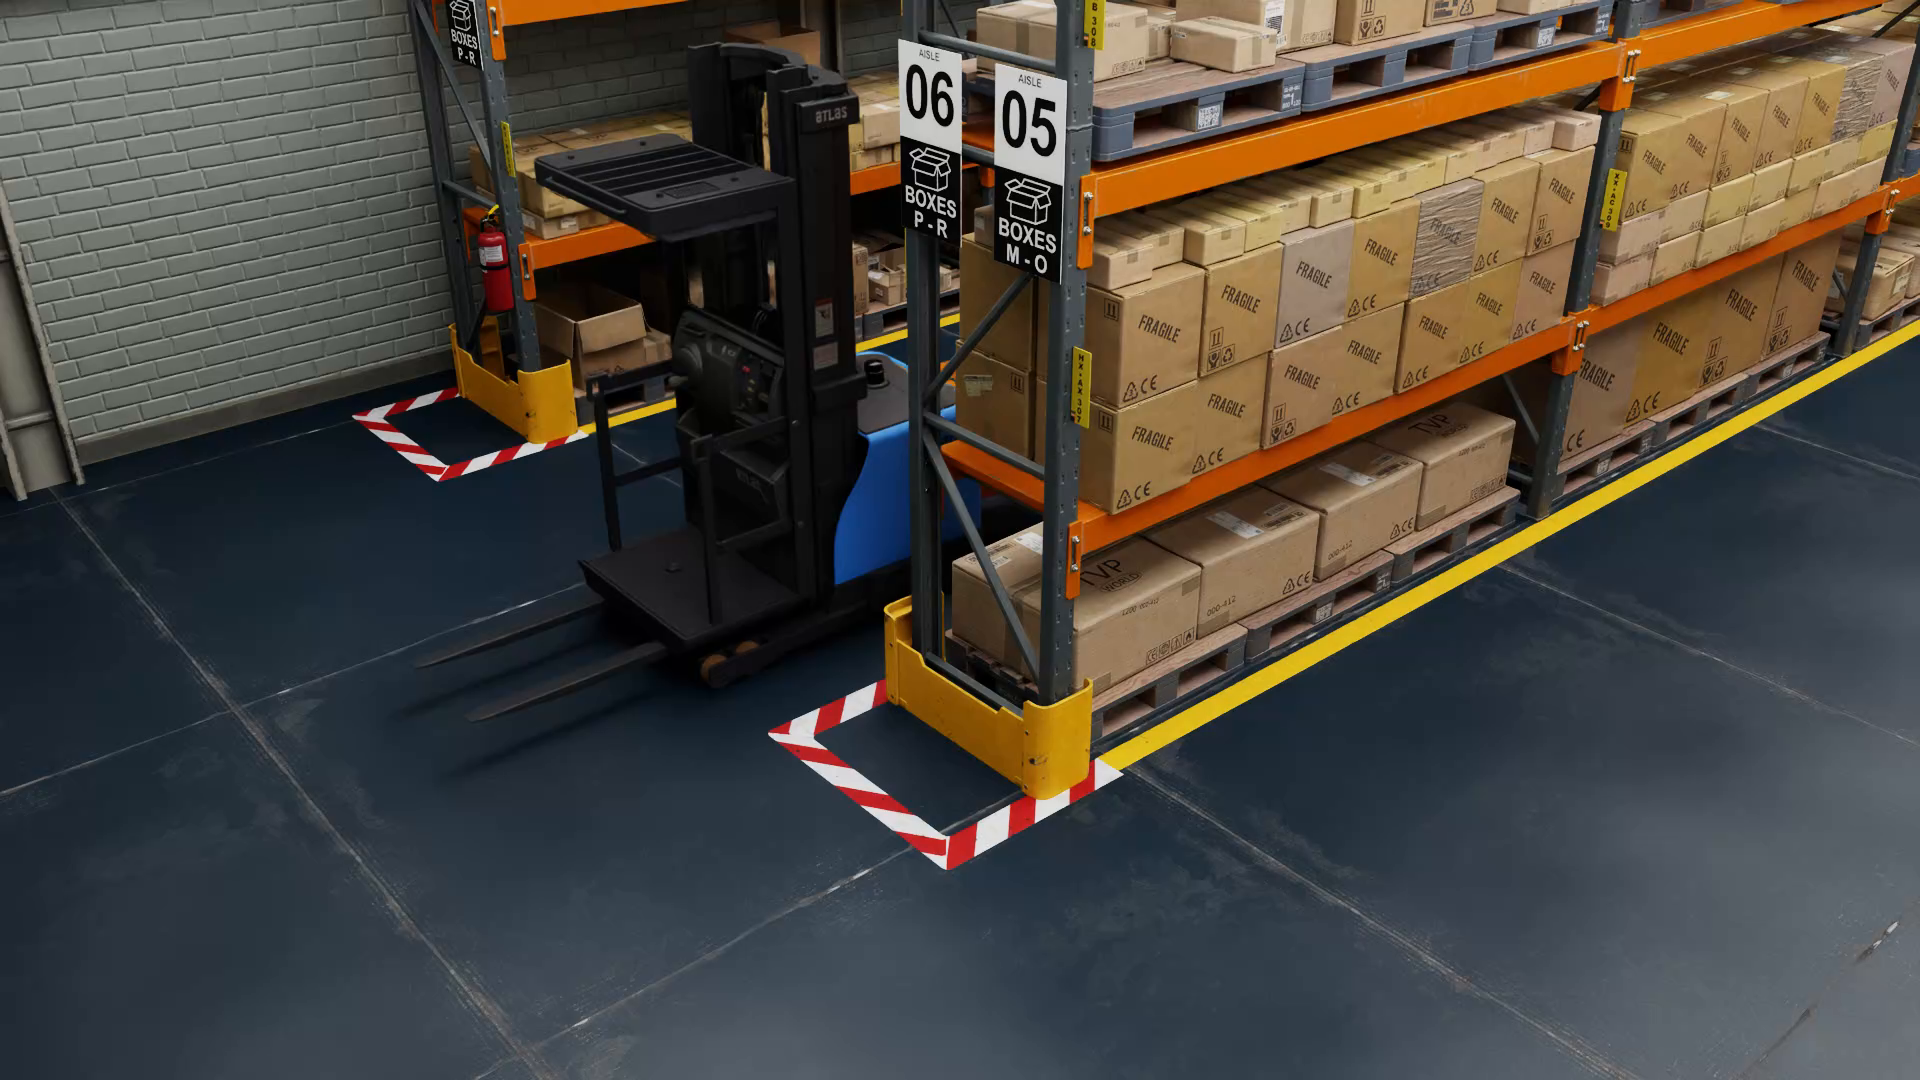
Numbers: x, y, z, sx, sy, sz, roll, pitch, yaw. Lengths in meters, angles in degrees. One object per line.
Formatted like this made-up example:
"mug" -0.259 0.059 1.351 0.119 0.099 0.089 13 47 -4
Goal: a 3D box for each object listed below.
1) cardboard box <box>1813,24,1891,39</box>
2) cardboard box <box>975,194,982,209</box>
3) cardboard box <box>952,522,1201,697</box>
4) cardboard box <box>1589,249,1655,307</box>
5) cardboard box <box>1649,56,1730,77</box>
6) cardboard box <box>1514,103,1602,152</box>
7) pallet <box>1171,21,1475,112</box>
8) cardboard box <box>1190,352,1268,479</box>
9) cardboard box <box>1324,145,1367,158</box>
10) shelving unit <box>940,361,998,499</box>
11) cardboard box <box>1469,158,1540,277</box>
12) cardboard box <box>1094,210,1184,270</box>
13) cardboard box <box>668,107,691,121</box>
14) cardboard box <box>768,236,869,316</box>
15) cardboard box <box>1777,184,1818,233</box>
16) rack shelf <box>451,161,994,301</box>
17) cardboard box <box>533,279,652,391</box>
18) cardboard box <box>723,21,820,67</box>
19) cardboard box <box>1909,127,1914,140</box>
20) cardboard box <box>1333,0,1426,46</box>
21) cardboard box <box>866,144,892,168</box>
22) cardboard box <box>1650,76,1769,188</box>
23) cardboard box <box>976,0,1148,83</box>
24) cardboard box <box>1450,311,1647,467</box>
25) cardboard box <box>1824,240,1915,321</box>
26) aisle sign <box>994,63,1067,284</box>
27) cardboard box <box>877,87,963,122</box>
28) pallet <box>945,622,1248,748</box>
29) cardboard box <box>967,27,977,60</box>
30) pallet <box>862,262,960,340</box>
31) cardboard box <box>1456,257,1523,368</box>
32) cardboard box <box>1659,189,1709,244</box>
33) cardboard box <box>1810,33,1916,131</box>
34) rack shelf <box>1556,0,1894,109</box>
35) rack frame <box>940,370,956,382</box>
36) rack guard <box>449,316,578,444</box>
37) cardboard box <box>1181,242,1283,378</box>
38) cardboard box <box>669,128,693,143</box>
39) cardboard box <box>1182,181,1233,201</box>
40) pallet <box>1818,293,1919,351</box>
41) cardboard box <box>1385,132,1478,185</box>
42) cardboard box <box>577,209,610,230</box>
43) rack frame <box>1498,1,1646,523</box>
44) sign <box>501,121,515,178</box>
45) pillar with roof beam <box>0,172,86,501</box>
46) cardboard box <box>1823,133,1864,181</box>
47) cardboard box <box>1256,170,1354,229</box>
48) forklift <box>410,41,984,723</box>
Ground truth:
"cardboard box" 6.384 -3.446 12.148 0.500 0.500 0.500 -23 36 -36
"cardboard box" 0.465 -2.552 13.549 0.500 0.500 0.500 -20 34 -33
"cardboard box" 0.570 0.308 8.265 0.875 0.438 0.875 -23 36 -37
"cardboard box" 3.682 -1.597 9.715 0.500 0.250 0.500 -23 36 -36
"cardboard box" 4.524 -2.808 10.654 0.500 0.500 0.500 -21 35 -34
"cardboard box" 3.148 -2.186 8.803 0.250 0.149 0.380 -23 36 -36
"pallet" 1.619 -2.289 7.763 1.213 0.211 1.003 -22 35 -35
"cardboard box" 1.051 -0.652 7.682 0.500 0.500 0.500 -22 35 -36
"cardboard box" 1.828 -1.982 8.421 0.250 0.149 0.380 -22 35 -35
"shelving unit" 0.307 -0.651 9.774 1.048 1.125 0.538 -18 33 -30
"cardboard box" 2.605 -1.712 8.605 0.500 0.500 0.500 -22 35 -36
"cardboard box" 0.736 -1.286 7.118 0.250 0.149 0.380 -21 35 -34
"cardboard box" -1.743 -2.946 11.924 0.500 0.250 0.500 -22 35 -35
"cardboard box" -1.100 -1.979 12.477 0.500 0.500 0.700 -23 36 -37
"cardboard box" 5.231 -2.223 10.886 0.500 0.250 0.500 -22 35 -35
"rack shelf" -1.570 -2.473 11.958 4.000 0.370 1.077 -22 35 -35
"cardboard box" -2.565 -1.415 11.419 0.637 0.503 0.797 -24 36 -37
"cardboard box" -1.354 -3.437 12.047 0.500 0.500 0.500 -23 36 -36
"cardboard box" 6.587 -2.954 11.916 0.250 0.149 0.380 -24 37 -38
"cardboard box" 1.764 -2.559 7.515 0.500 0.500 0.500 -21 35 -34
"cardboard box" -0.710 -2.857 12.180 0.250 0.149 0.380 -21 34 -34
"cardboard box" 4.449 -2.458 10.000 0.500 0.500 0.500 -23 36 -36
"cardboard box" 0.417 -2.055 6.839 0.500 0.250 0.500 25 37 38
"cardboard box" 3.596 -1.090 10.415 0.875 0.875 0.875 -21 34 -33
"cardboard box" 6.655 -2.042 12.731 0.625 0.372 0.950 -25 37 -38
"aisle sign" 0.266 -1.420 6.466 0.004 0.787 0.394 -22 35 -35
"cardboard box" -0.278 -3.224 12.443 0.500 0.250 0.500 -21 35 -34
"pallet" 0.690 0.558 8.482 1.213 0.211 1.003 -22 35 -35
"cardboard box" 0.465 -3.699 12.937 0.500 0.500 0.700 -21 35 -34
"pallet" -0.572 -1.962 13.198 1.213 0.211 1.003 -22 35 -35
"cardboard box" 2.601 -1.274 8.846 0.500 0.500 0.500 -23 36 -36
"cardboard box" 4.072 -1.980 9.902 0.500 0.250 0.500 -21 35 -34
"cardboard box" 5.995 -3.080 11.164 0.500 0.500 0.500 -23 36 -36
"rack shelf" 4.697 -3.241 10.212 4.000 0.370 1.077 -22 35 -35
"rack frame" -0.113 -0.516 9.521 0.032 1.125 0.500 -18 33 -30
"rack guard" -3.034 -1.099 11.276 0.348 0.500 1.175 -22 35 -35
"cardboard box" 1.071 -1.090 7.440 0.500 0.500 0.500 -23 36 -36
"cardboard box" -1.805 -2.596 11.268 0.500 0.250 0.500 -23 36 -36
"cardboard box" 1.058 -1.664 7.827 0.250 0.149 0.380 -22 35 -35
"pallet" 6.814 -1.855 12.998 1.213 0.211 1.003 -22 35 -35
"cardboard box" 2.333 -1.898 8.264 0.250 0.149 0.380 -22 35 -35
"cardboard box" -2.500 -2.164 10.883 0.250 0.149 0.380 -21 35 -34
"rack frame" 3.176 -1.623 9.605 0.127 3.000 1.000 -22 35 -35
"sign" -2.739 -2.365 10.075 0.005 0.325 0.100 -22 35 -35
"pillar with roof beam" -2.934 -2.779 5.402 0.400 9.000 9.100 -22 35 -35
"cardboard box" 5.628 -2.604 11.068 0.500 0.250 0.500 -23 36 -36
"cardboard box" 1.579 -1.572 7.653 0.250 0.149 0.380 -22 35 -34
"forklift" -1.321 -0.829 8.191 3.031 2.935 1.130 -22 35 -34
